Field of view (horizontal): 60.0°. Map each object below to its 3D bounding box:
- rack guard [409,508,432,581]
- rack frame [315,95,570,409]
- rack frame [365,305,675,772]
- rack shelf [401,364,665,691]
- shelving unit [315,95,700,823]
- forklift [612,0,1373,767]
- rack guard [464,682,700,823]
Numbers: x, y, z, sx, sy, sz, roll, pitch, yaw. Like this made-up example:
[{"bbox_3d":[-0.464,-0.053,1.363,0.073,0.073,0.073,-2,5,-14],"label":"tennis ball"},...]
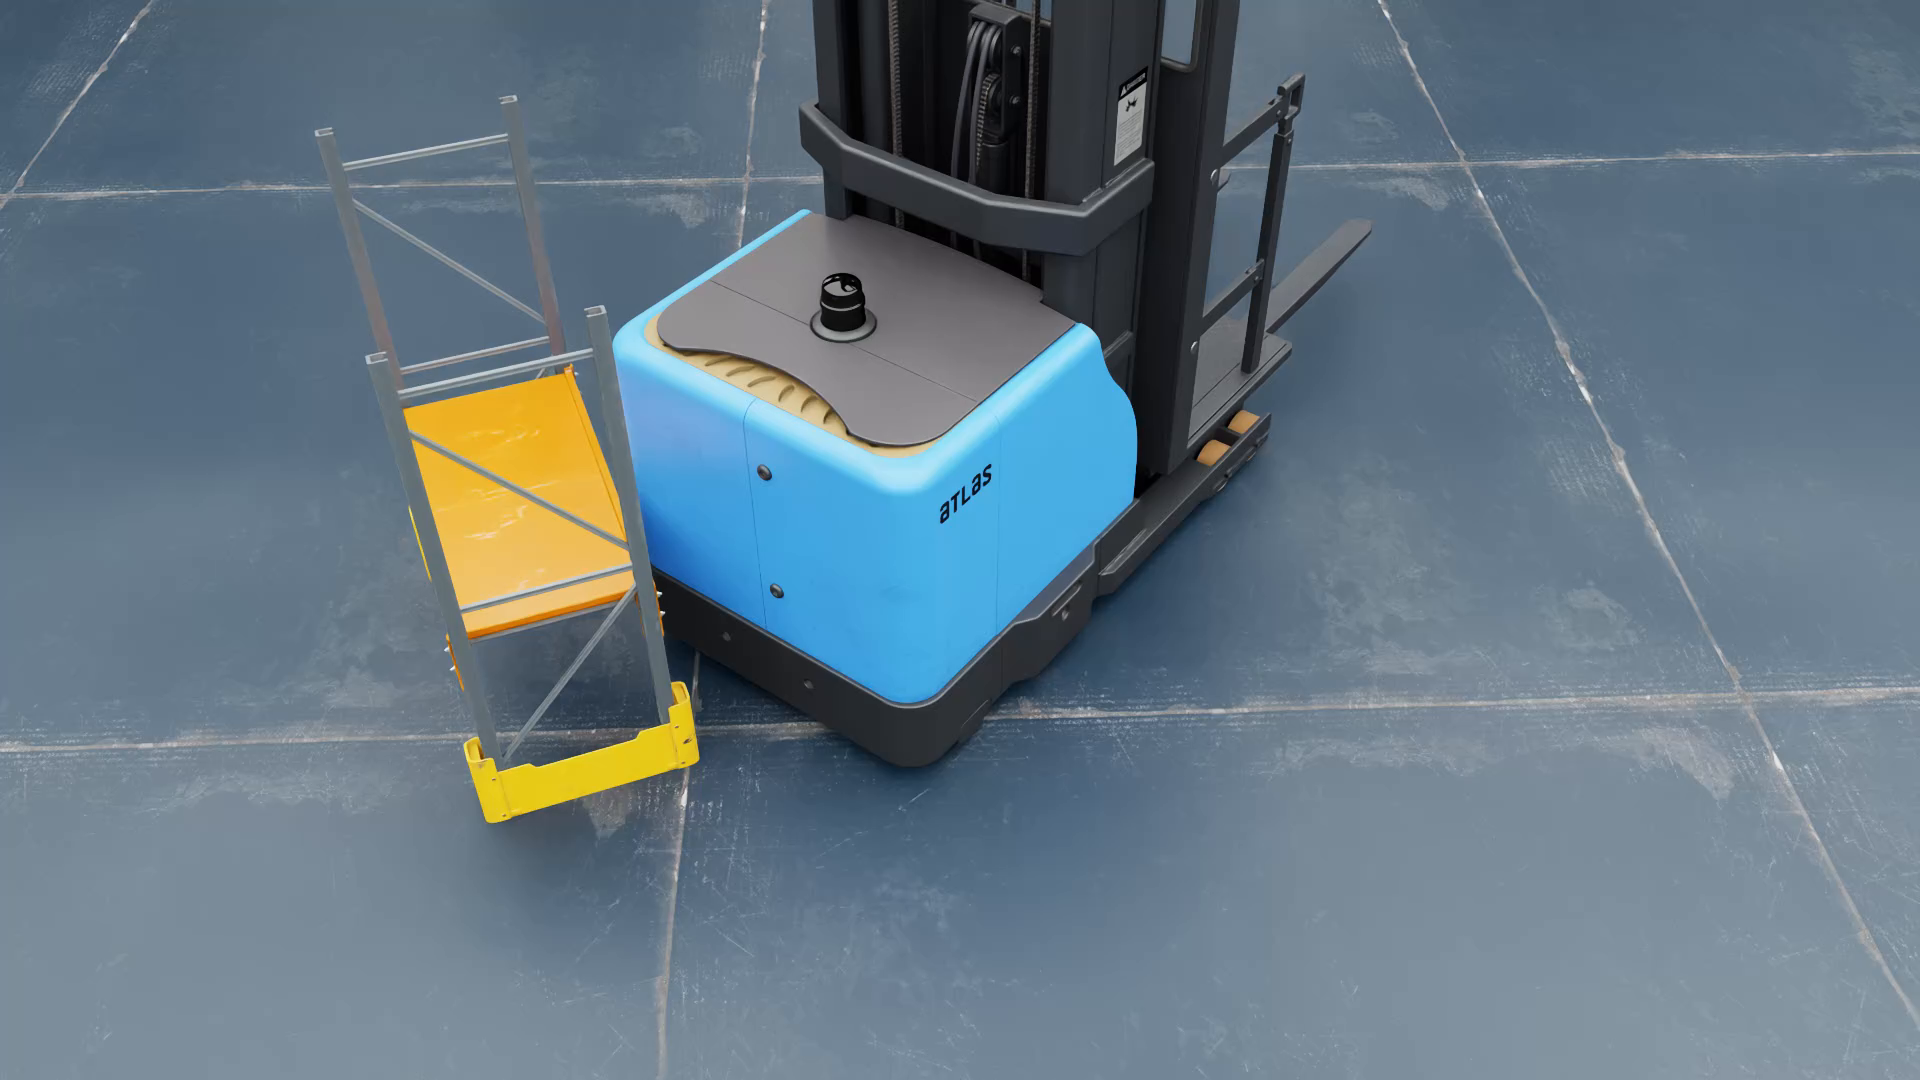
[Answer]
[{"bbox_3d":[-1.369,-0.059,5.129,0.587,0.250,0.087,-15,45,-16],"label":"rack guard"},{"bbox_3d":[-1.370,-0.520,4.707,0.500,1.500,0.032,-15,45,-16],"label":"rack frame"},{"bbox_3d":[-0.994,0.118,4.011,0.500,1.500,0.032,-15,45,-16],"label":"rack frame"},{"bbox_3d":[-1.182,-0.068,4.480,0.538,0.185,1.000,-15,45,-16],"label":"rack shelf"},{"bbox_3d":[-1.185,-0.207,4.365,0.587,1.500,1.083,-15,45,-16],"label":"shelving unit"},{"bbox_3d":[0.372,-1.418,4.628,1.130,2.935,3.031,27,49,26],"label":"forklift"},{"bbox_3d":[-1.001,0.567,4.446,0.587,0.250,0.087,-15,45,-16],"label":"rack guard"}]
